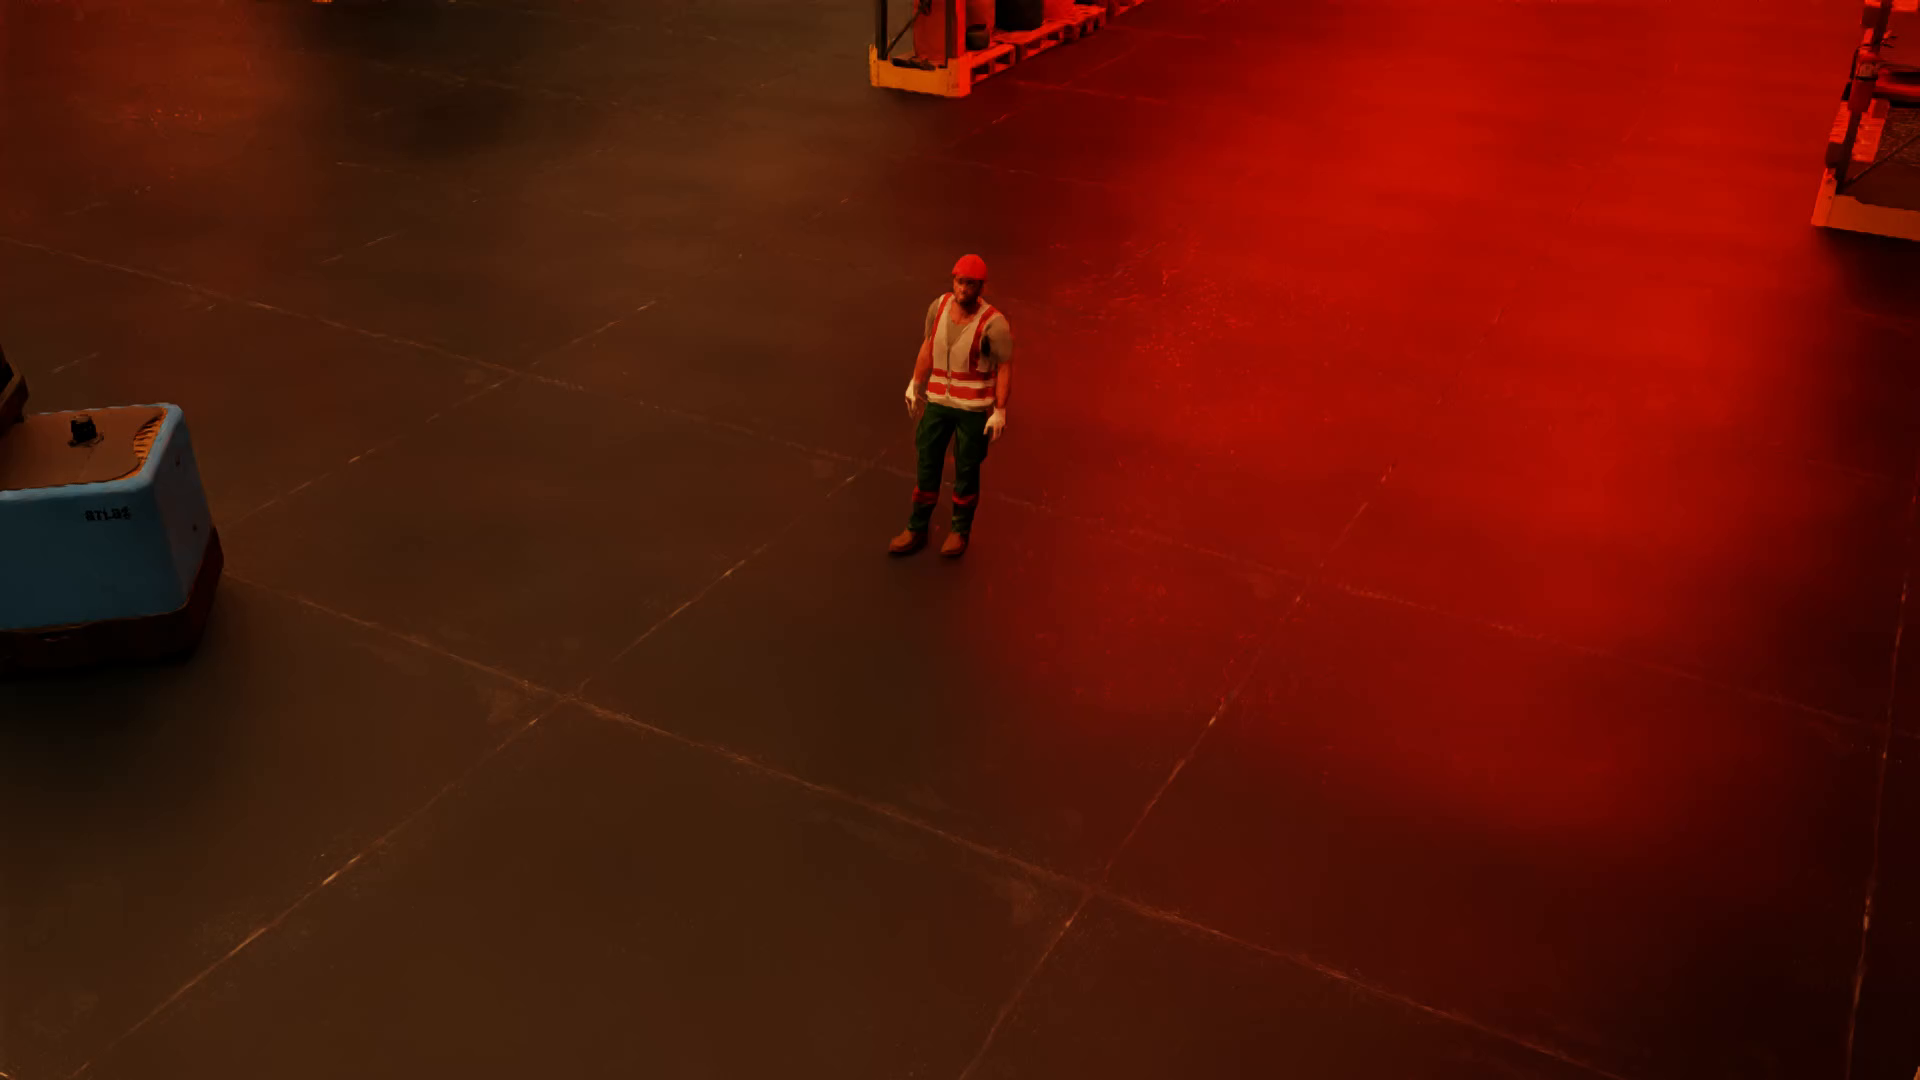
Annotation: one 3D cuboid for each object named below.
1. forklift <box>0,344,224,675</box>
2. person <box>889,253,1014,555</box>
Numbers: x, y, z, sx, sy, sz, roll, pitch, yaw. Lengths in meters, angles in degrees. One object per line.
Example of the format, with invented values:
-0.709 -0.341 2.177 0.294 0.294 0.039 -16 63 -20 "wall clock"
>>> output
-5.662 -0.720 8.318 3.031 2.935 1.130 -6 31 -10 "forklift"
-0.048 -0.748 9.496 0.637 1.787 0.563 15 33 25 "person"
